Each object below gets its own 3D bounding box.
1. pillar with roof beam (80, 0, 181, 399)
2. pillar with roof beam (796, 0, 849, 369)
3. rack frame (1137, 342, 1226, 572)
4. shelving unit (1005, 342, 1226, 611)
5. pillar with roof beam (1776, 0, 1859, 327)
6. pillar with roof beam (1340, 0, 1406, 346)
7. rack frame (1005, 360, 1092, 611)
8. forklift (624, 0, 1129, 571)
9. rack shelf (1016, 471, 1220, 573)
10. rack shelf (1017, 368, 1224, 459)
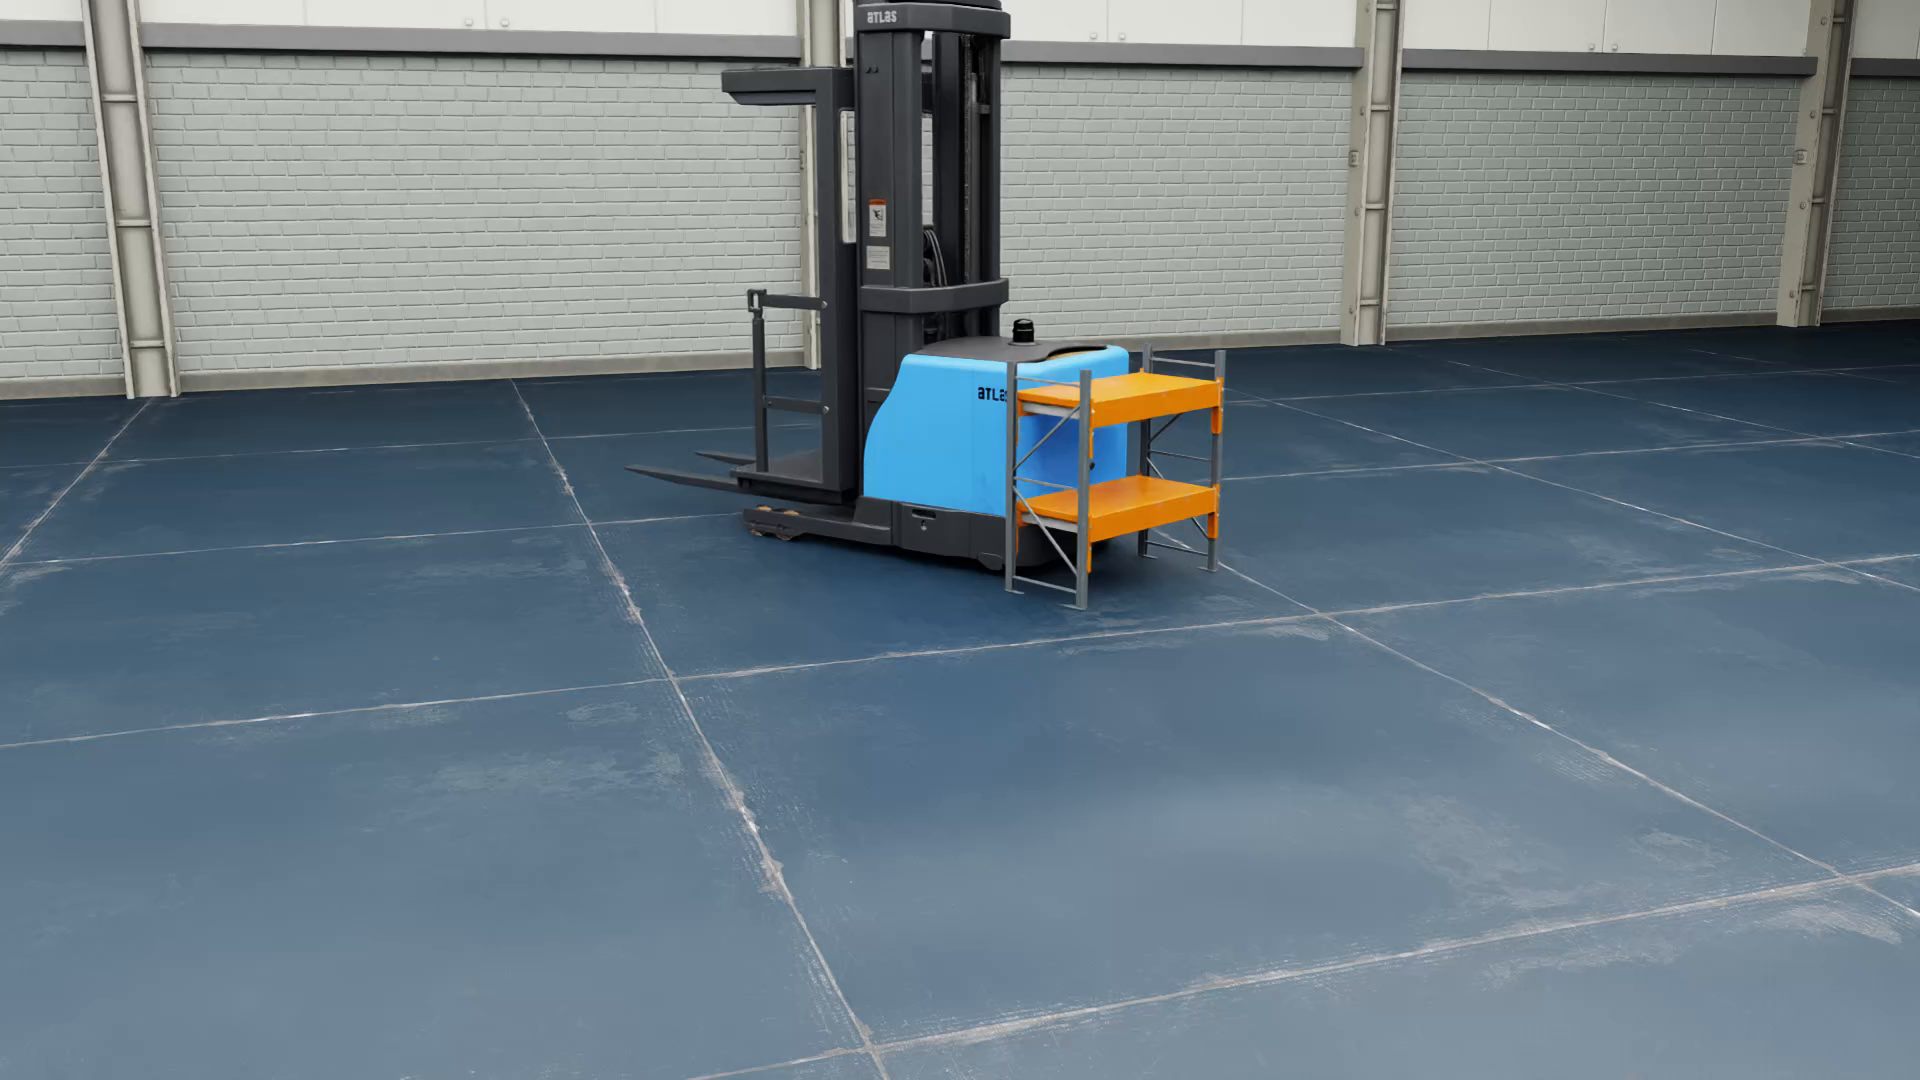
[{"bbox_3d":[-5.614,-4.690,9.415,0.400,9.000,9.100,-4,14,-18],"label":"pillar with roof beam"},{"bbox_3d":[0.073,-5.133,11.276,0.400,9.000,9.100,-4,14,-18],"label":"pillar with roof beam"},{"bbox_3d":[1.126,-0.426,8.501,0.032,1.125,0.500,-13,19,-43],"label":"rack frame"},{"bbox_3d":[0.767,-0.342,8.151,1.048,1.125,0.538,-13,19,-43],"label":"shelving unit"},{"bbox_3d":[11.446,-6.019,15.000,0.400,9.000,9.100,-4,14,-18],"label":"pillar with roof beam"},{"bbox_3d":[5.759,-5.576,13.138,0.400,9.000,9.100,-4,14,-18],"label":"pillar with roof beam"},{"bbox_3d":[0.407,-0.259,7.802,0.032,1.125,0.500,-13,19,-43],"label":"rack frame"},{"bbox_3d":[-0.593,-1.512,9.168,3.031,2.935,1.130,9,16,33],"label":"forklift"},{"bbox_3d":[0.767,-0.104,8.208,1.000,0.278,0.538,-13,19,-43],"label":"rack shelf"},{"bbox_3d":[0.767,-0.627,8.084,1.000,0.278,0.538,-13,19,-43],"label":"rack shelf"}]
